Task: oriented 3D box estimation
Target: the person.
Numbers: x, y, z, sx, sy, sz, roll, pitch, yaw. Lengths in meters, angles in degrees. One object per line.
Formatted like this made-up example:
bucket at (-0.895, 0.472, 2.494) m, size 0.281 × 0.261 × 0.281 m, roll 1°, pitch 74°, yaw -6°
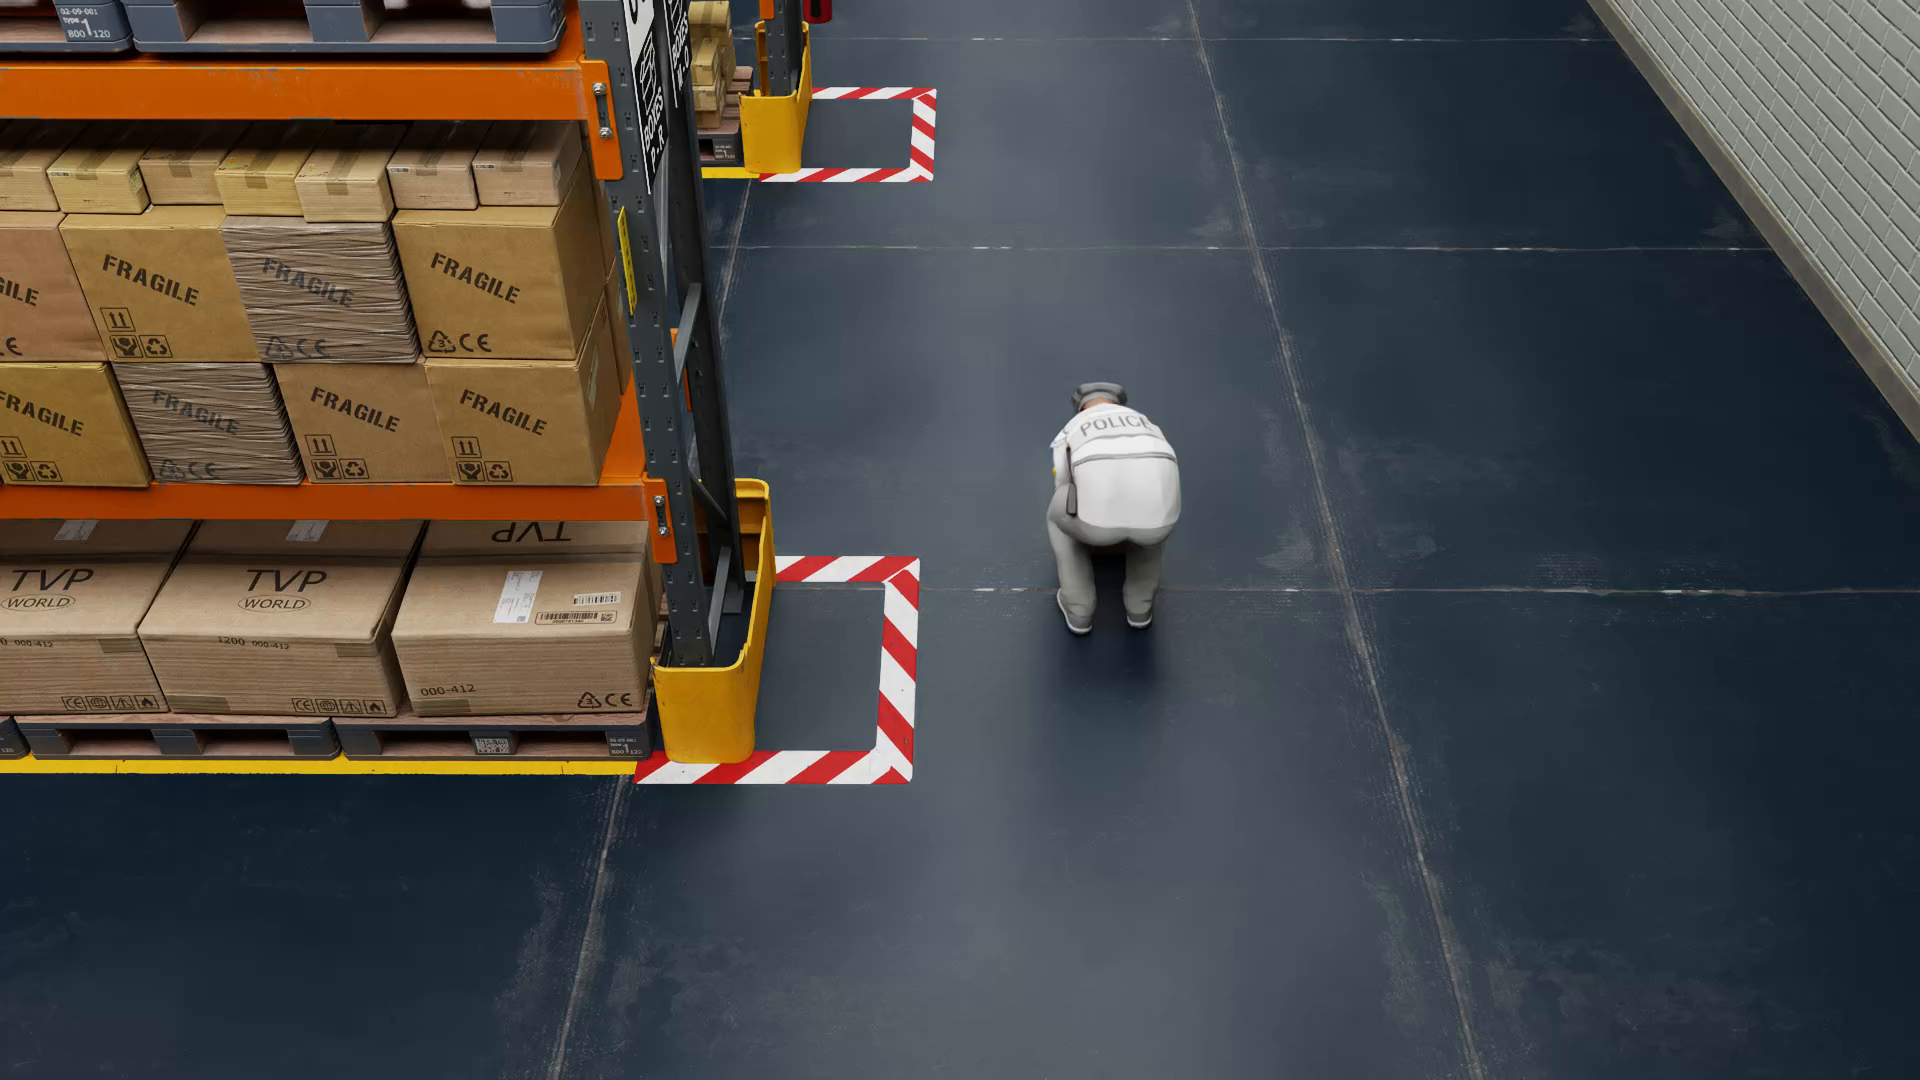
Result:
person at (0.628, -0.164, 6.992) m, size 0.533 × 0.939 × 1.023 m, roll -2°, pitch 39°, yaw -2°
